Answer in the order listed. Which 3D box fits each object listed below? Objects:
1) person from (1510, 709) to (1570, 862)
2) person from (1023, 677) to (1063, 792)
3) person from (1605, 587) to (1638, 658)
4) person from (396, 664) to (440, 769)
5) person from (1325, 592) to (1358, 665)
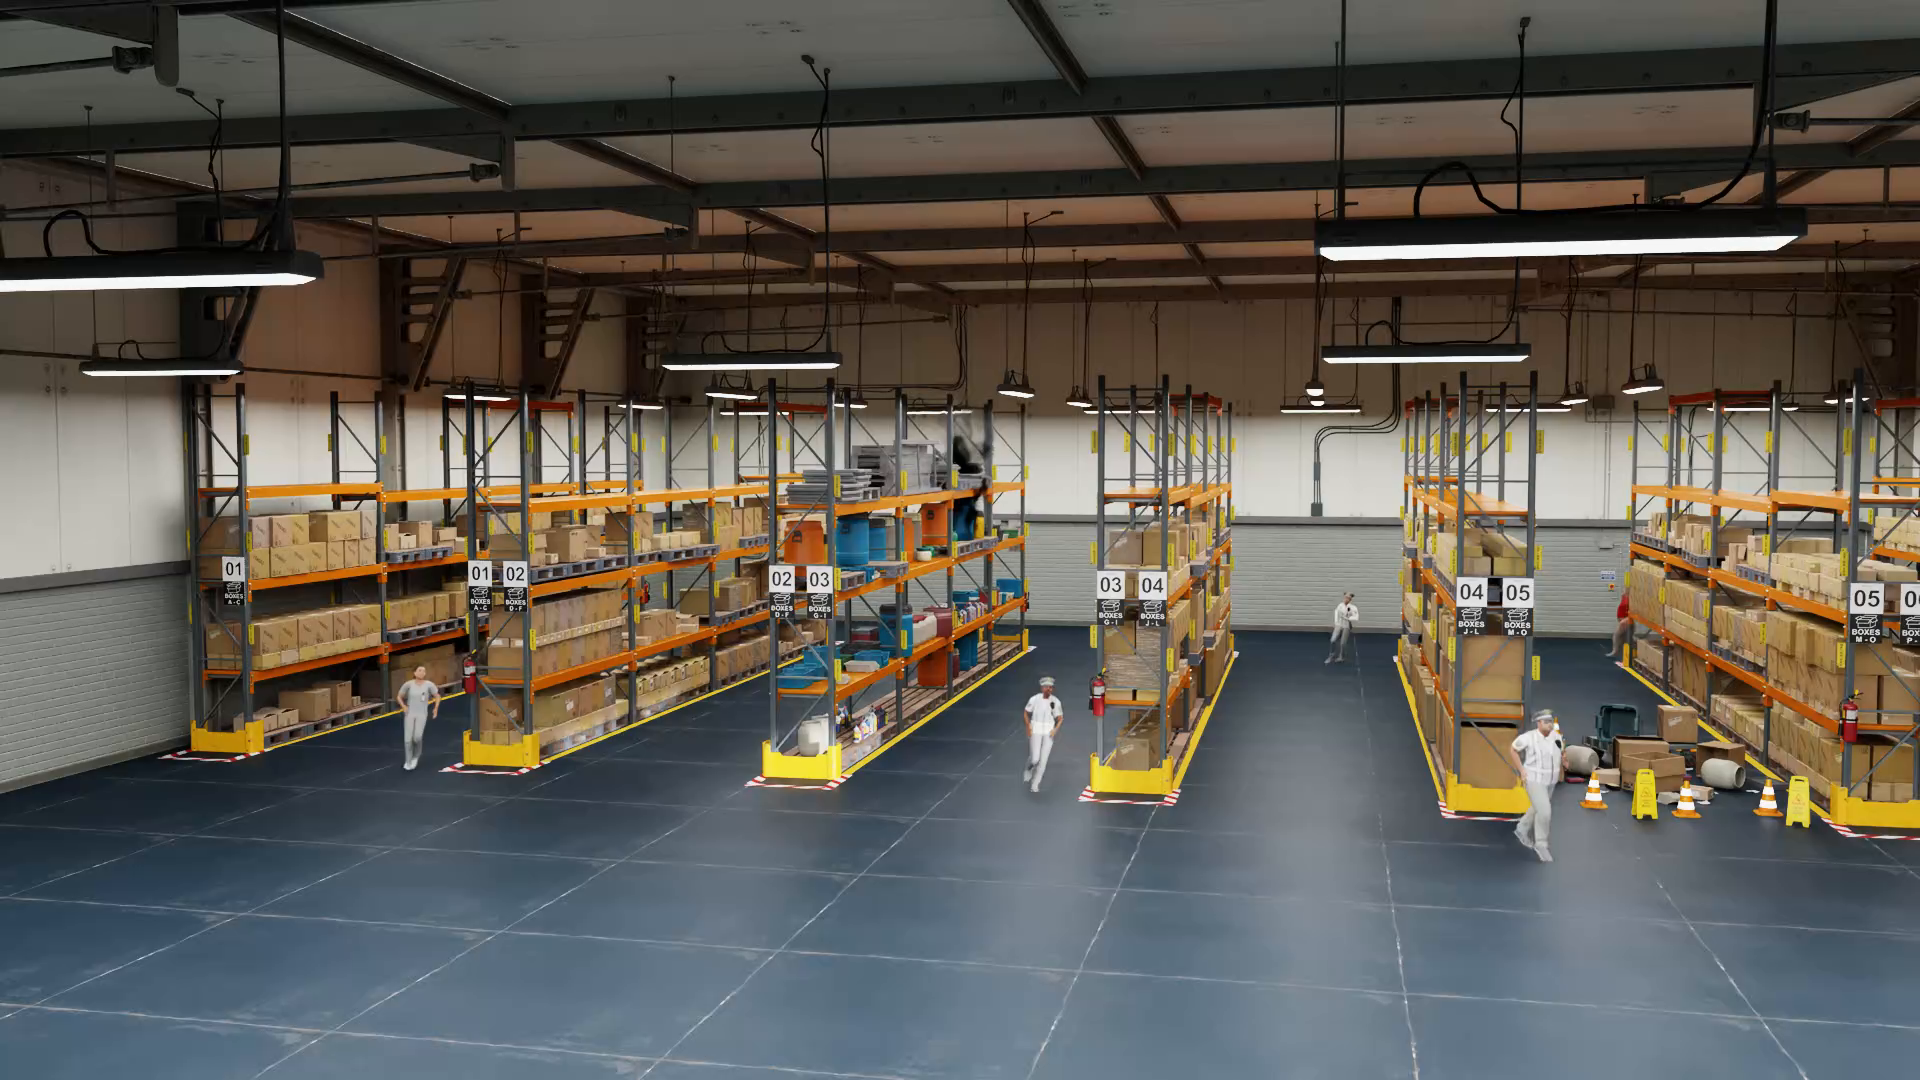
[{"bbox_3d":[7.077,2.955,20.325,0.651,1.843,0.821,-1,4,-25],"label":"person"},{"bbox_3d":[1.210,2.816,24.164,0.560,1.674,0.535,0,3,-4],"label":"person"},{"bbox_3d":[15.520,1.939,38.785,0.925,1.684,0.726,2,4,32],"label":"person"},{"bbox_3d":[-8.336,2.718,25.581,0.635,1.632,0.565,-1,3,-13],"label":"person"},{"bbox_3d":[8.780,2.008,37.999,0.691,1.667,0.698,2,4,33],"label":"person"}]
